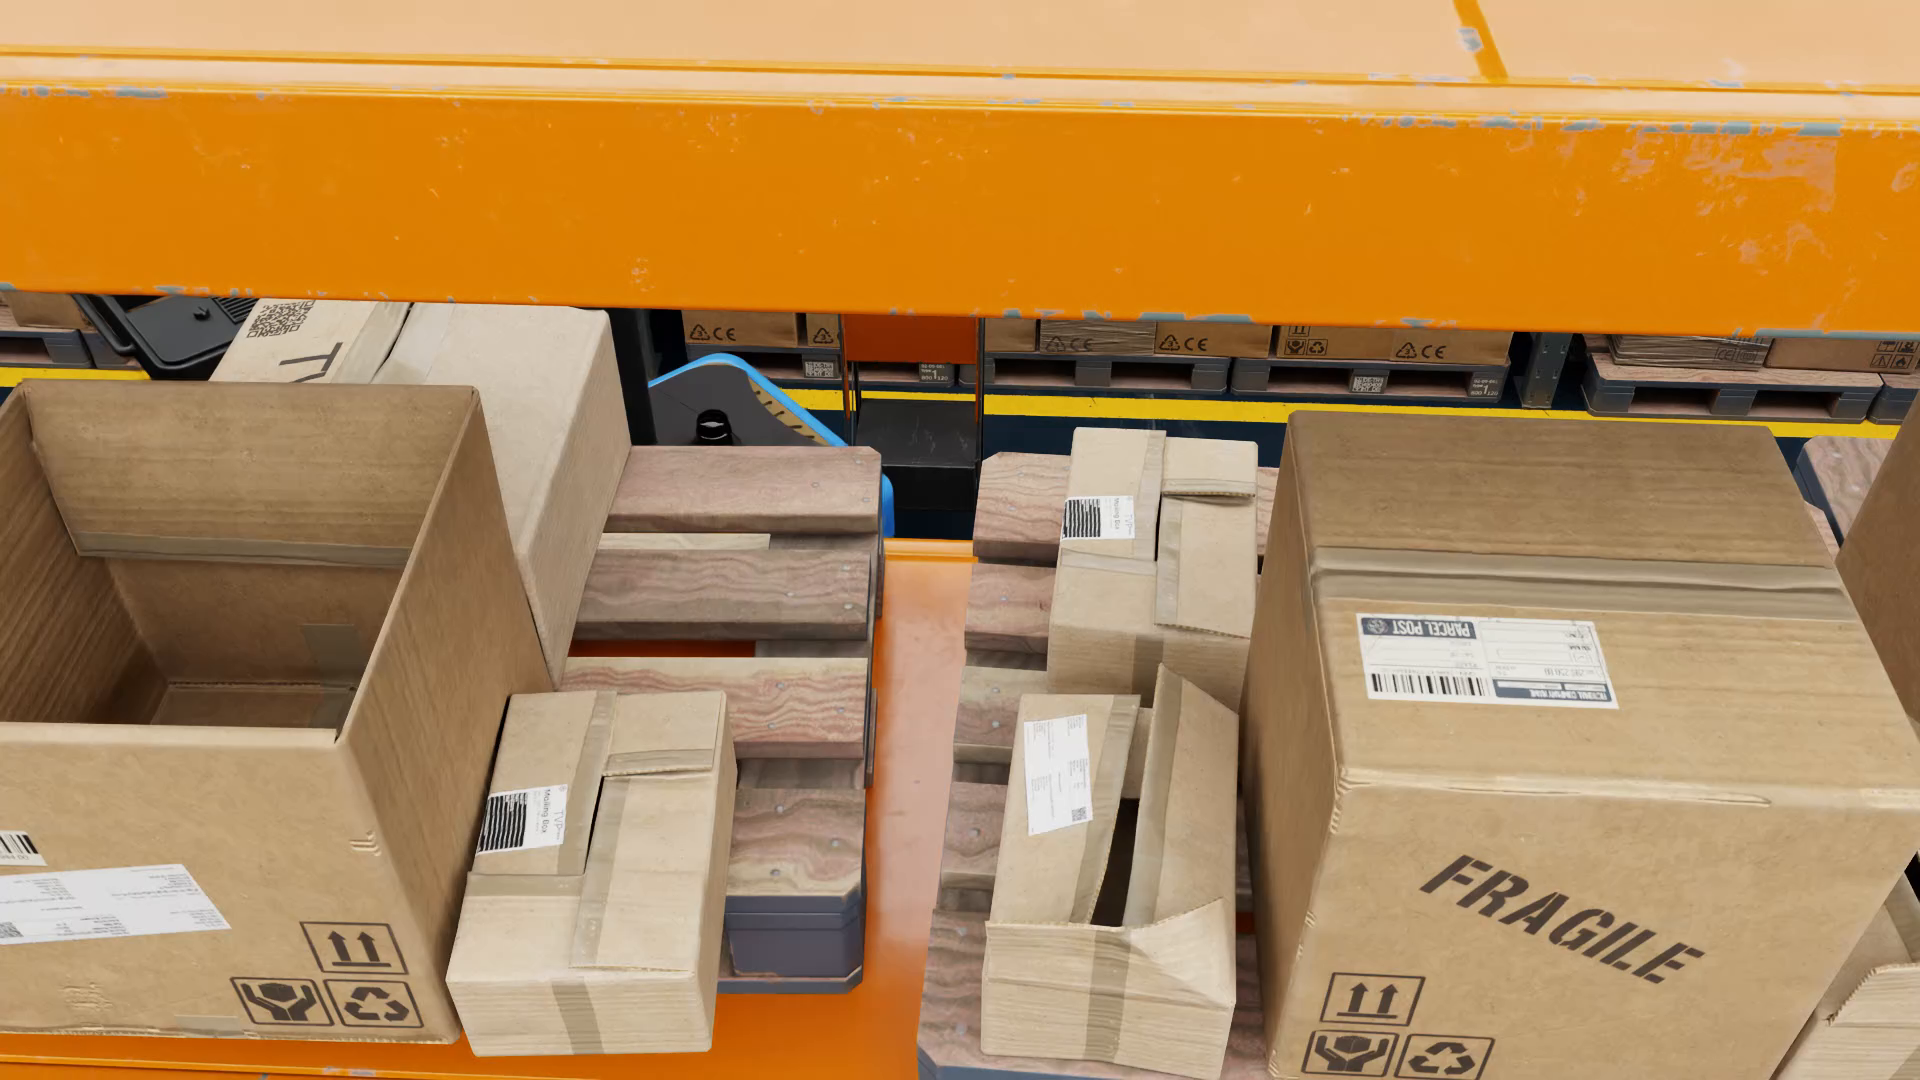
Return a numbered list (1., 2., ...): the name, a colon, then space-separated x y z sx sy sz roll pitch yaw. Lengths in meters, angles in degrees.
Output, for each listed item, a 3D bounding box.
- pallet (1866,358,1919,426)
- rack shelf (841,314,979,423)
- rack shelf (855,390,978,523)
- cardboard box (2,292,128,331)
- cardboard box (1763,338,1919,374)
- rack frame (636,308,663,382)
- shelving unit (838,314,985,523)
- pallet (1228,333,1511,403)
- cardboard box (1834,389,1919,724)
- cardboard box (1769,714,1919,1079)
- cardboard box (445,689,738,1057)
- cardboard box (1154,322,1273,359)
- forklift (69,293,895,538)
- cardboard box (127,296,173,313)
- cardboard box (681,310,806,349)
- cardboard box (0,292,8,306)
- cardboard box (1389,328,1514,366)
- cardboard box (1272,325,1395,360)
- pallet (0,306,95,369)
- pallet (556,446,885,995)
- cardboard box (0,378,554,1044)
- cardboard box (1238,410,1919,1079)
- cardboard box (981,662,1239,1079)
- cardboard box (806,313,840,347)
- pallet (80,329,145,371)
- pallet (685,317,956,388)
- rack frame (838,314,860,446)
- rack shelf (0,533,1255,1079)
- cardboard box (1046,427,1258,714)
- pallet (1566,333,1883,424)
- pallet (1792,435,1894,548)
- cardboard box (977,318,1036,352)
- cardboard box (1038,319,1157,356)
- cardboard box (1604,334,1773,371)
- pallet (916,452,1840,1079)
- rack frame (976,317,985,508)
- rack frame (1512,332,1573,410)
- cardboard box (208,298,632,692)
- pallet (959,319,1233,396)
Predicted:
1. pallet: 4.612 -0.904 7.565 1.213 0.211 1.003 2 43 2
2. rack shelf: -0.165 -0.763 6.049 0.480 0.518 0.431 2 43 2
3. rack shelf: -0.165 -0.251 6.526 0.480 0.518 0.431 2 43 2
4. cardboard box: -3.957 -1.364 7.539 0.500 0.500 0.700 3 43 4
5. cardboard box: 3.852 -1.257 7.332 0.625 0.625 0.875 3 43 3
6. rack frame: -1.420 -2.138 6.844 0.127 3.000 1.000 2 43 2
7. shelving unit: -0.165 -0.773 6.040 0.503 2.100 0.431 2 43 2
8. pallet: 1.832 -1.043 7.715 1.213 0.211 1.003 2 43 2
9. cardboard box: 1.359 0.176 1.778 0.500 0.500 0.700 0 43 0
10. cardboard box: 0.965 0.359 1.754 0.258 0.266 0.396 1 43 1
11. cardboard box: -0.391 0.354 1.832 0.250 0.166 0.380 -1 43 -1
12. cardboard box: 1.122 -1.157 7.318 0.500 0.500 0.500 3 43 4
13. forklift: -1.656 -0.080 4.685 3.031 2.935 1.130 -30 51 -28
14. cardboard box: -3.433 -1.279 7.448 0.500 0.500 0.500 3 43 3
15. cardboard box: -0.947 -1.209 7.373 0.500 0.500 0.500 3 43 4
16. cardboard box: -4.386 -1.248 7.673 0.250 0.149 0.380 0 43 0
17. cardboard box: 2.144 -1.121 7.278 0.500 0.500 0.500 3 43 3
18. cardboard box: 1.645 -1.143 7.302 0.500 0.500 0.500 1 43 1
19. pallet: -4.543 -1.214 7.899 1.213 0.211 1.003 2 43 2
20. pallet: -0.721 0.209 2.265 1.217 0.209 0.805 0 43 0
21. cardboard box: -0.772 0.179 1.775 0.500 0.500 0.500 1 43 1
22. cardboard box: 0.583 0.221 1.731 0.500 0.500 0.500 2 43 2
23. cardboard box: 0.170 0.335 1.780 0.258 0.266 0.396 5 43 5
24. cardboard box: -0.414 -1.199 7.362 0.500 0.500 0.500 1 43 1
25. pallet: -3.328 -1.175 7.856 1.213 0.211 1.003 2 43 2
26. pallet: -0.605 -1.118 7.796 1.213 0.211 1.003 2 43 2
27. rack frame: -0.409 -0.781 6.048 0.015 2.100 0.400 2 43 2
28. rack shelf: 0.358 0.469 2.373 4.000 0.370 1.077 2 43 2
29. cardboard box: 0.256 0.032 2.177 0.250 0.166 0.380 5 43 5
30. pallet: 3.397 -0.943 7.607 1.213 0.211 1.003 2 43 2
31. pallet: 1.711 0.353 2.109 1.003 0.211 1.213 4 43 4
32. cardboard box: 0.084 -1.181 7.343 0.500 0.500 0.500 1 43 1
33. cardboard box: 0.602 -1.161 7.321 0.500 0.500 0.500 0 43 0
34. cardboard box: 3.199 -1.271 7.348 0.625 0.625 0.875 3 43 3
35. pallet: 0.593 0.321 2.143 1.213 0.211 1.003 4 43 4
36. rack frame: 0.078 -0.766 6.032 0.015 2.100 0.400 2 43 2
37. rack frame: 2.576 -2.015 6.712 0.127 3.000 1.000 2 43 2
38. cardboard box: -0.750 -0.092 2.205 0.500 0.311 0.500 2 43 2
39. pallet: 0.616 -1.083 7.757 1.213 0.211 1.003 2 43 2
